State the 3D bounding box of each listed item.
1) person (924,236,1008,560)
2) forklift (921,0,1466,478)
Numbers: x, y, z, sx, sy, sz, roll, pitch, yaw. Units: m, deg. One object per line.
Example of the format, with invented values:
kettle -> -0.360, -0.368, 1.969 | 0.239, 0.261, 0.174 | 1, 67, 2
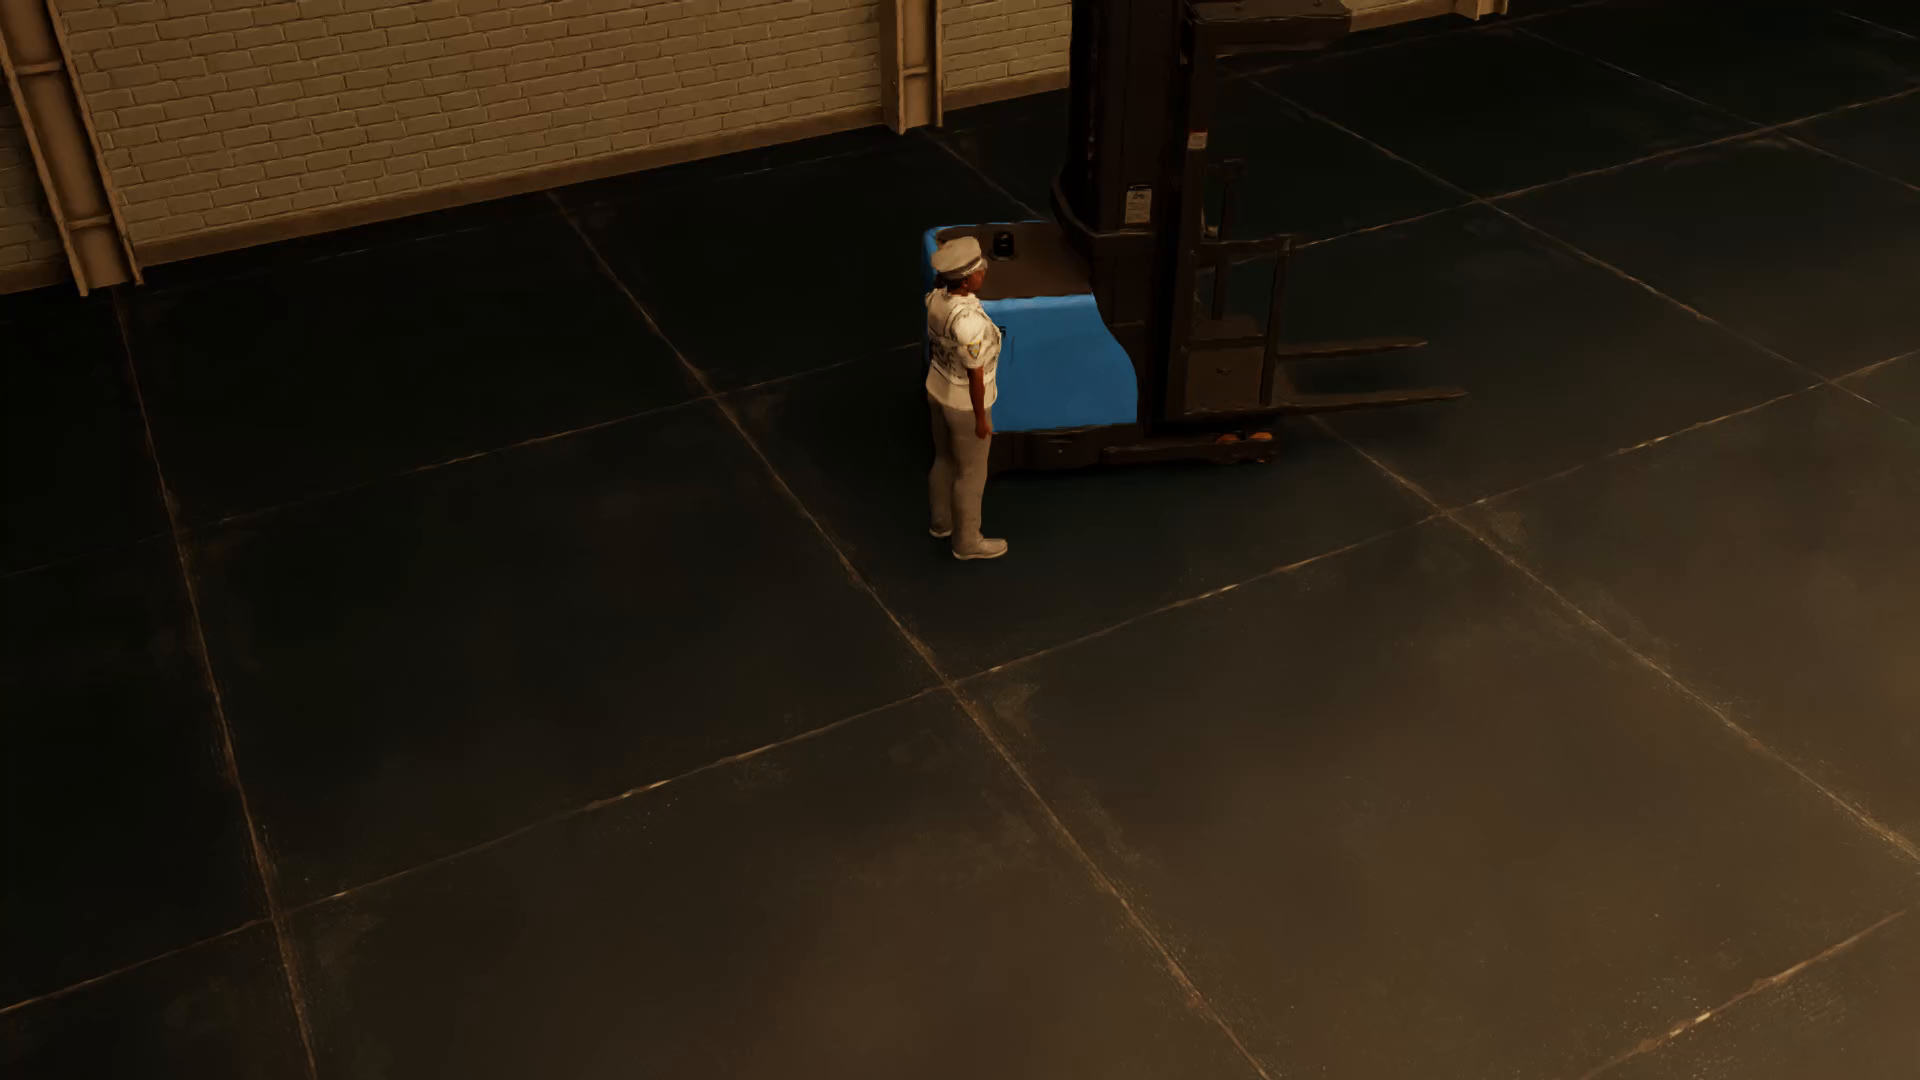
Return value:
person -> 0.021, -0.691, 8.178 | 0.338, 1.692, 0.446 | -17, 39, -23
forklift -> 1.335, -1.915, 8.832 | 3.031, 2.935, 1.130 | -5, 36, -7
